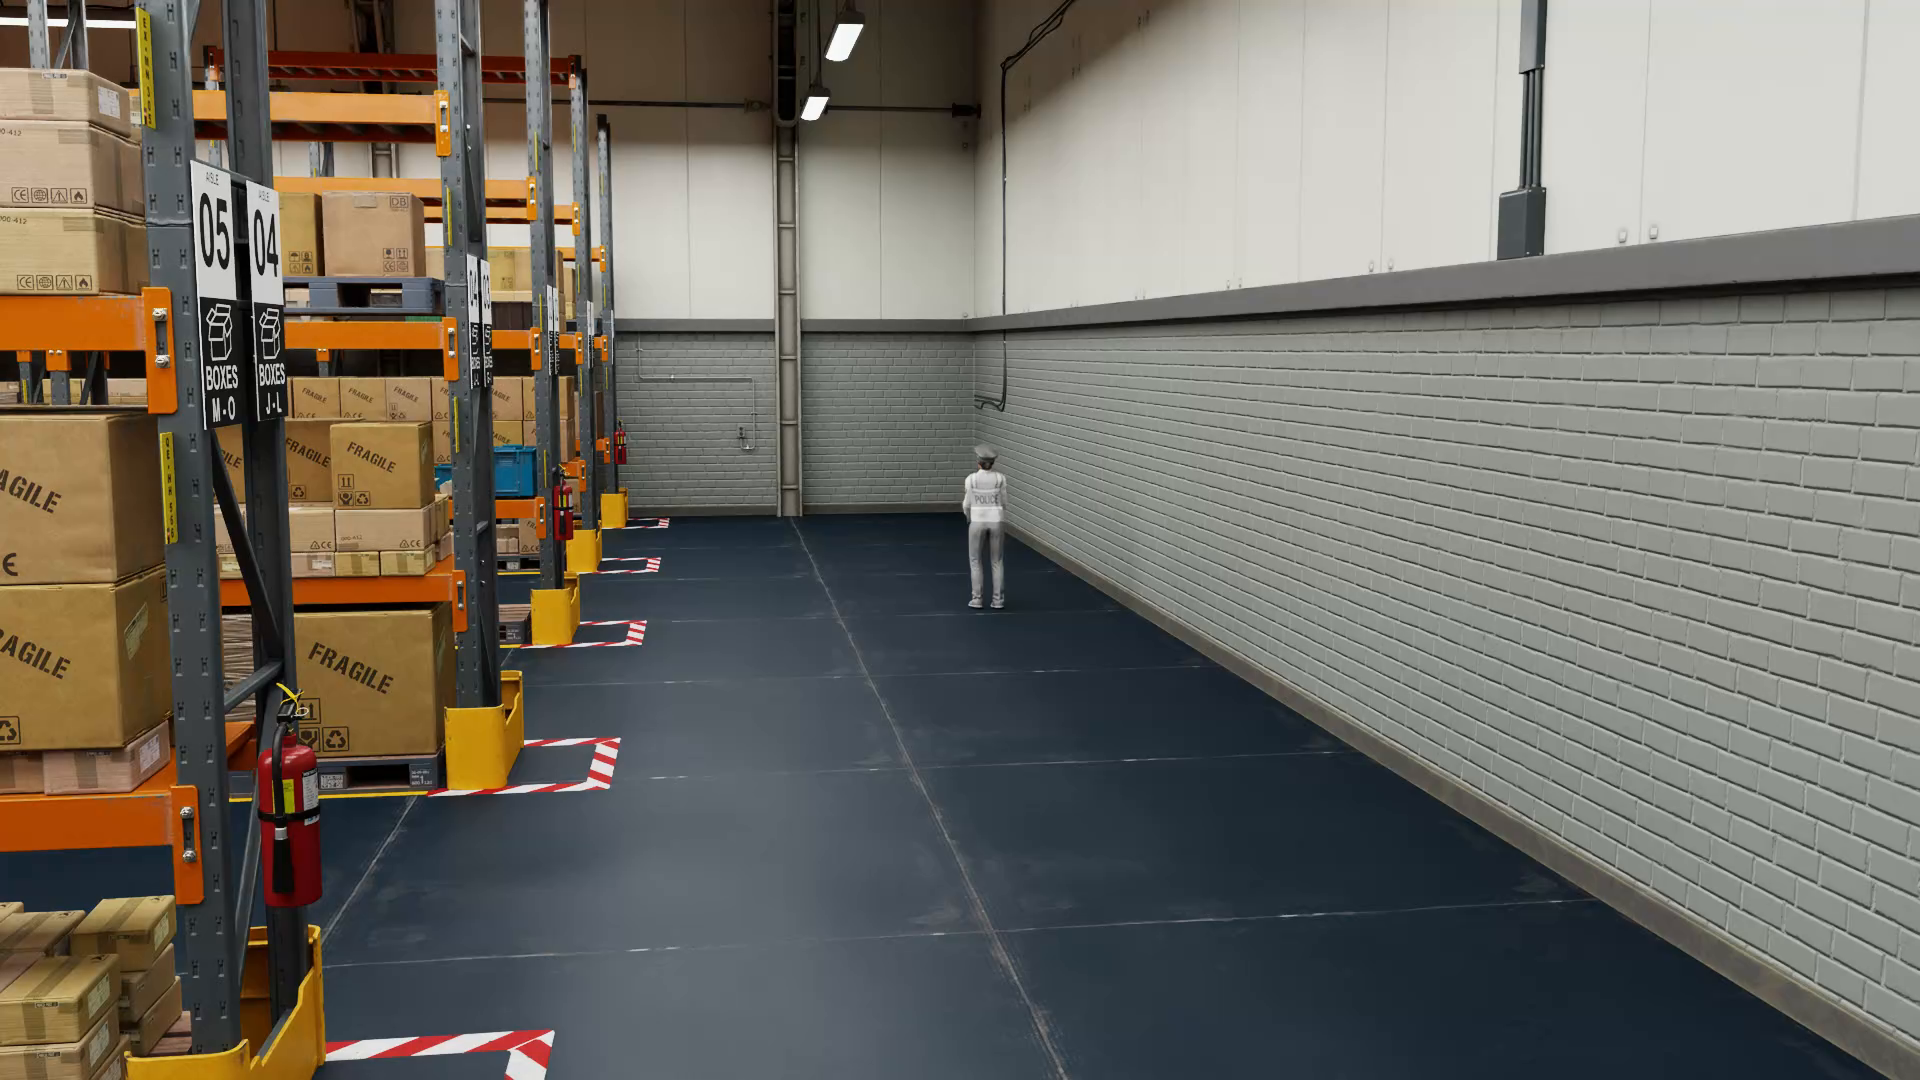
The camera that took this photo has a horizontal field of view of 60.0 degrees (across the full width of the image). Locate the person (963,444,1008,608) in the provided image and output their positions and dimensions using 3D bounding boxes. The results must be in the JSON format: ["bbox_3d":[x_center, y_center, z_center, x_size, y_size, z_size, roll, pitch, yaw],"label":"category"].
[{"bbox_3d":[0.256,-0.145,16.982,0.460,1.686,0.564,-1,7,-8],"label":"person"}]
